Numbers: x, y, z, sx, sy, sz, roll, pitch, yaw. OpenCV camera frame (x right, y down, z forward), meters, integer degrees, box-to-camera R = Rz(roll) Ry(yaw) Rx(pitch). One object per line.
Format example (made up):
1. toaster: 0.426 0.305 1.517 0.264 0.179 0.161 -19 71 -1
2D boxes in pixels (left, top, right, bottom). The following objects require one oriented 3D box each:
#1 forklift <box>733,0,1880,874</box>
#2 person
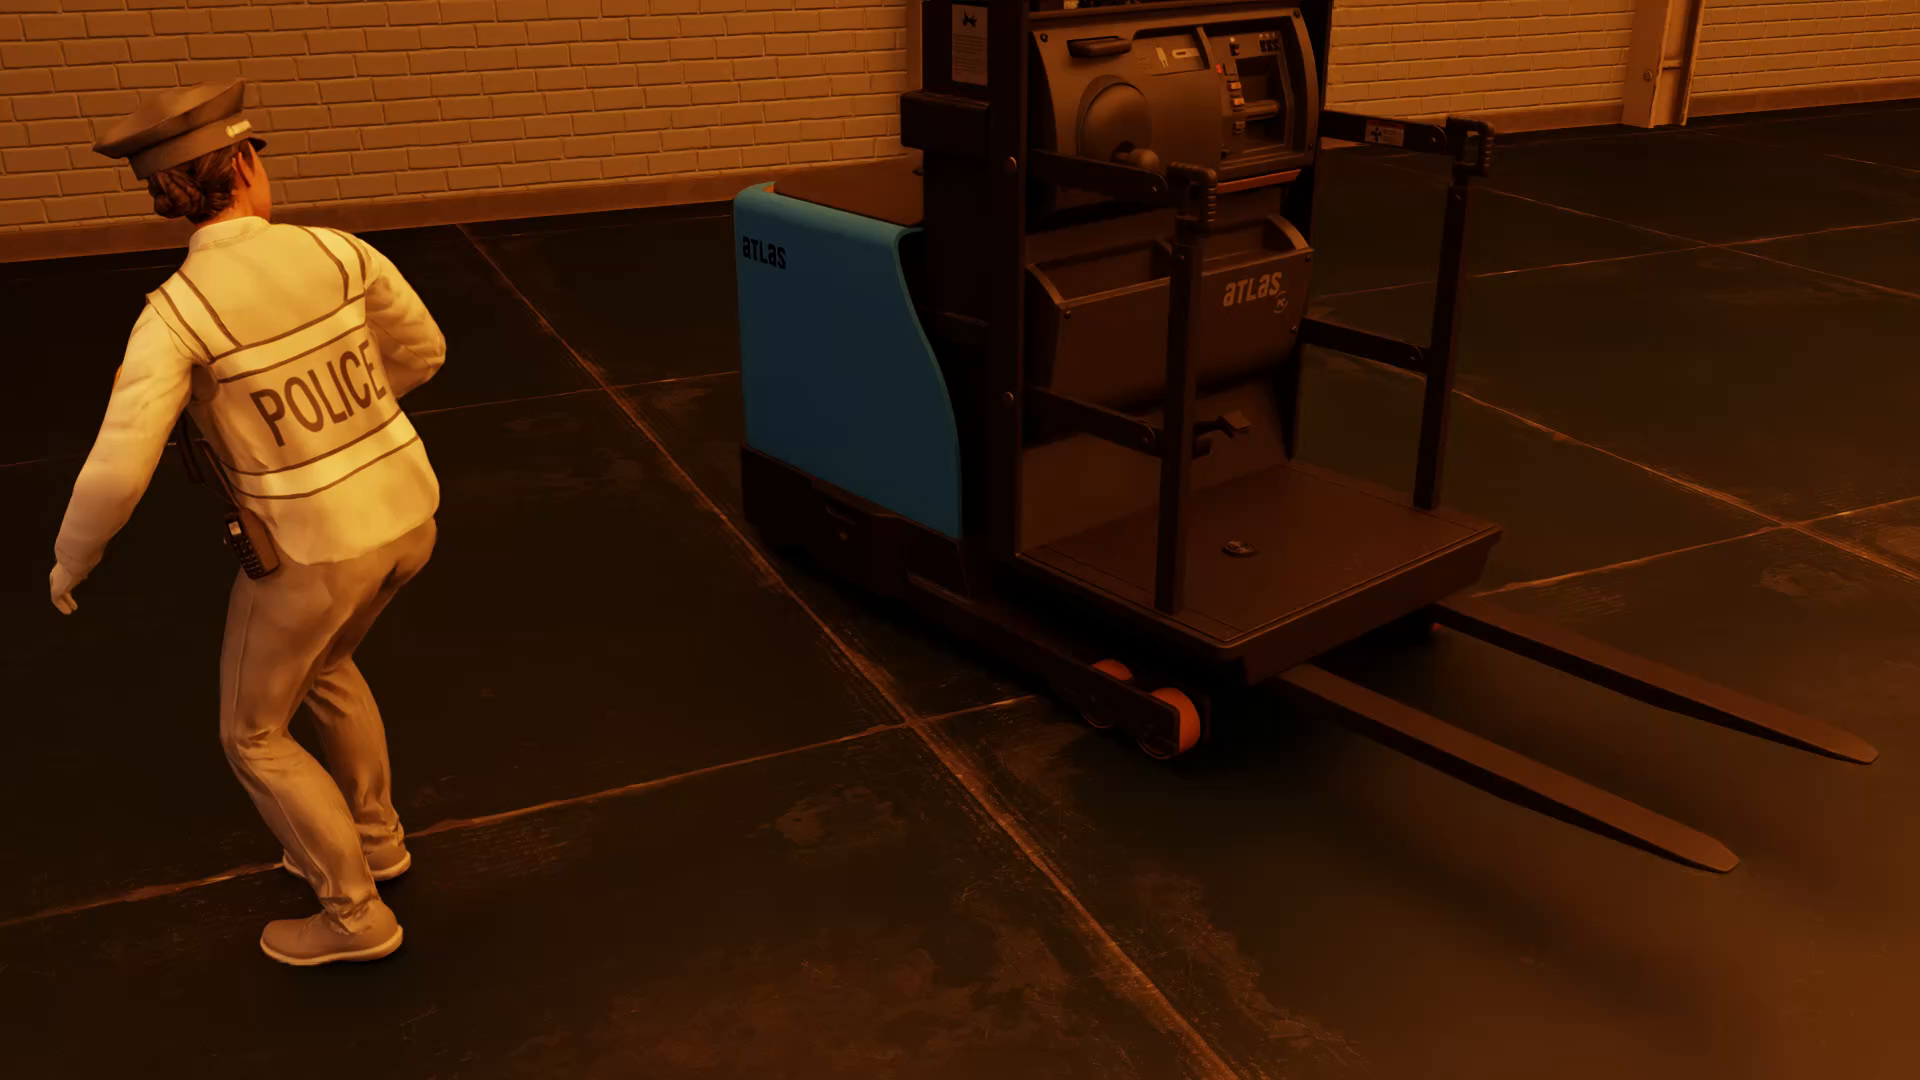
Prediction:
1. forklift: 0.676 -1.061 3.840 1.130 2.935 3.031 -18 29 -37
2. person: -1.237 0.005 3.022 0.505 1.627 0.727 11 25 25
